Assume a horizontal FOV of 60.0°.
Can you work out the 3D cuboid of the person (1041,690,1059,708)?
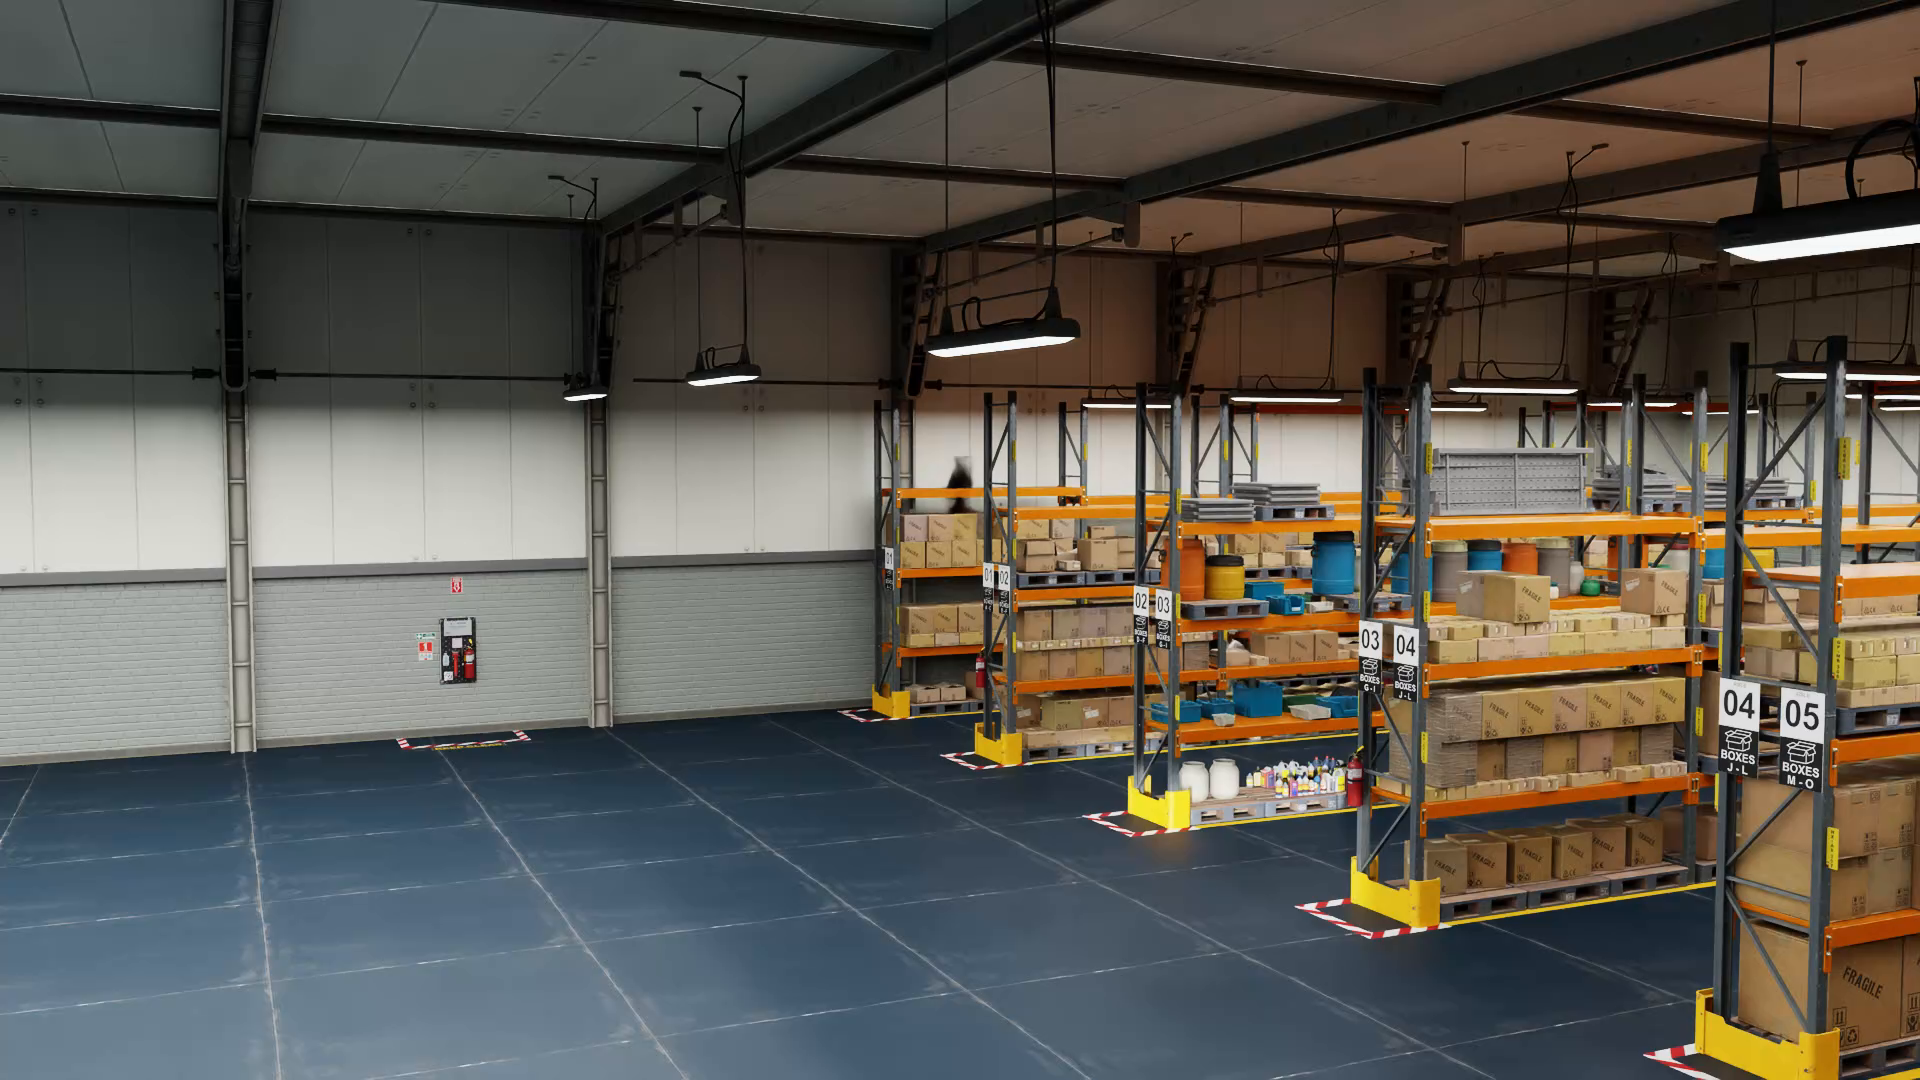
[{"bbox_3d":[1.632,2.670,29.519,0.991,1.523,0.732,0,3,-3],"label":"person"}]

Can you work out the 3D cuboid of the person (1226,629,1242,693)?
[{"bbox_3d":[5.097,2.482,31.303,0.635,1.723,0.673,-1,4,-23],"label":"person"}]
